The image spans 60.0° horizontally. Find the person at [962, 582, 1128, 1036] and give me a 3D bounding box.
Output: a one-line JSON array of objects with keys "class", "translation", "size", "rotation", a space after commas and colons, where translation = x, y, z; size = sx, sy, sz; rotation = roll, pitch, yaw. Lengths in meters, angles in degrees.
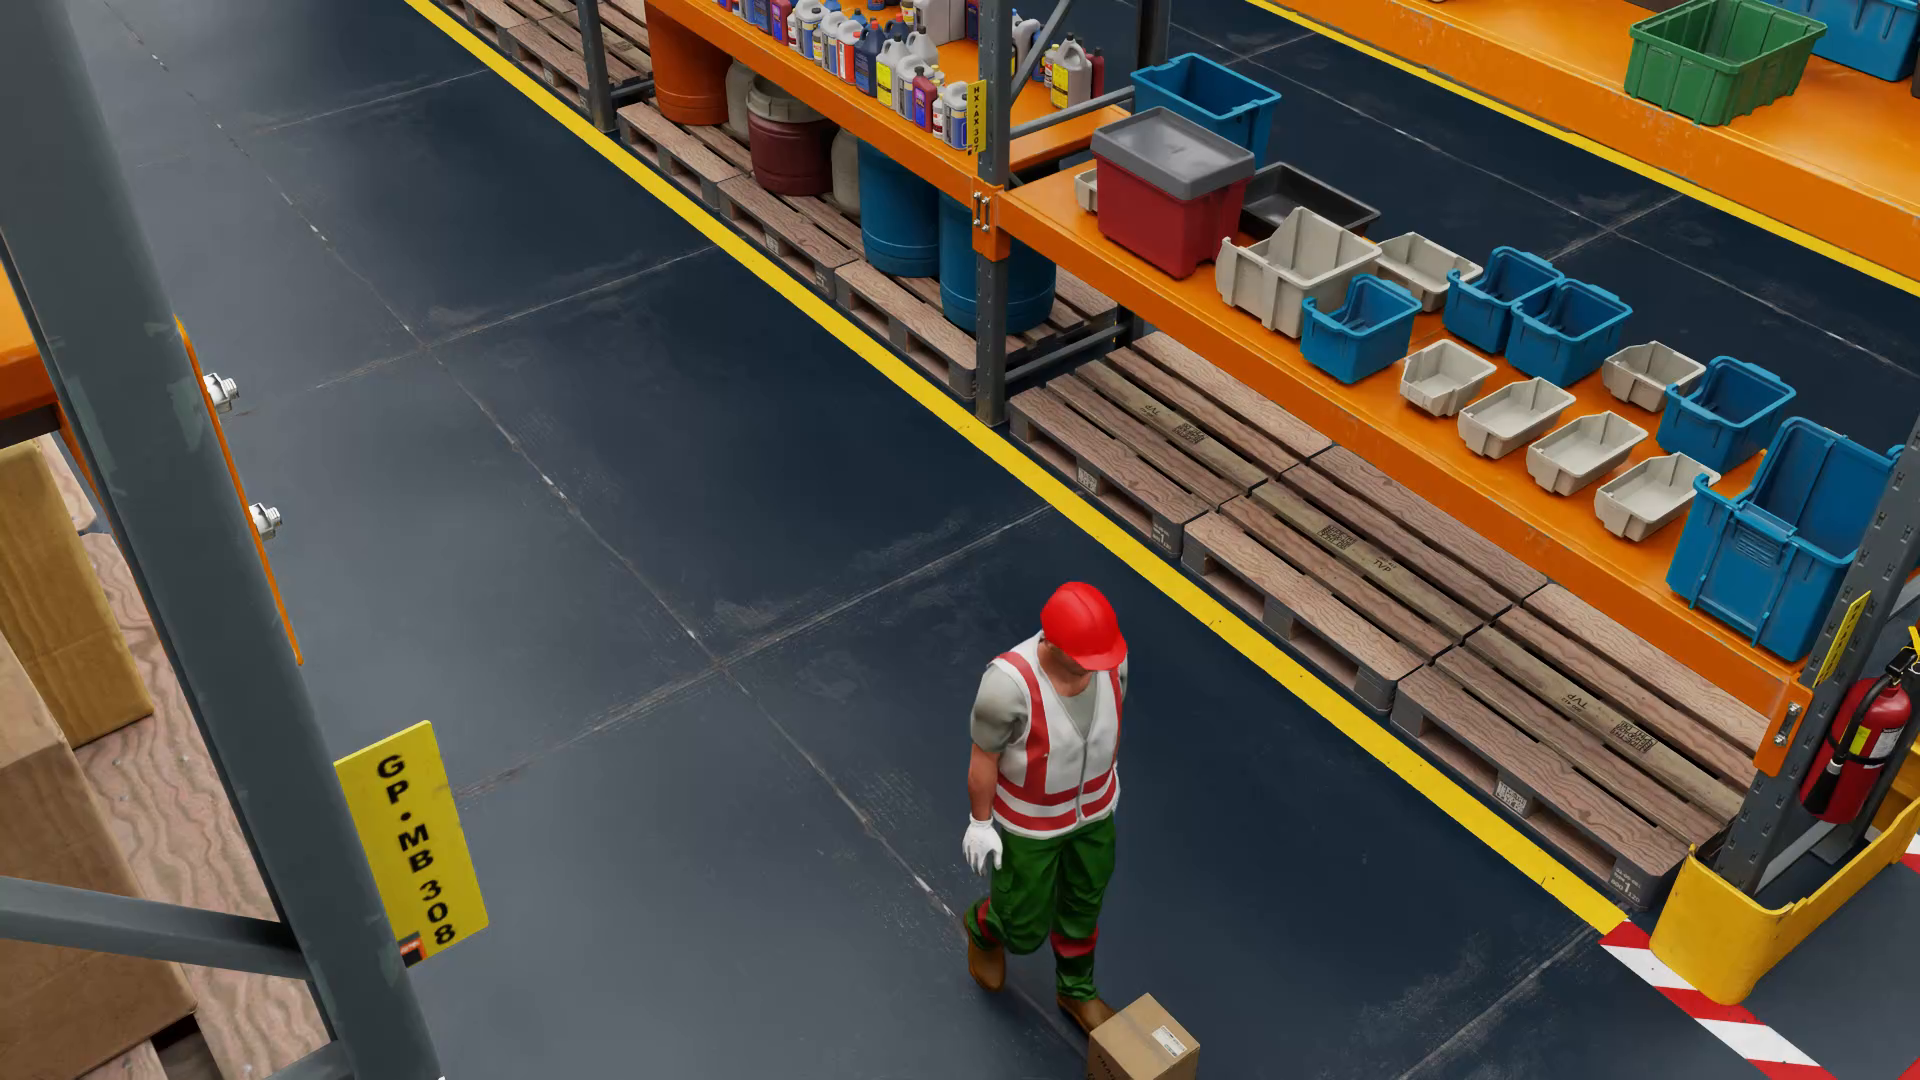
[{"class": "person", "translation": [0.306, 0.856, 5.092], "size": [0.591, 1.780, 0.629], "rotation": [-21, 44, -24]}]
